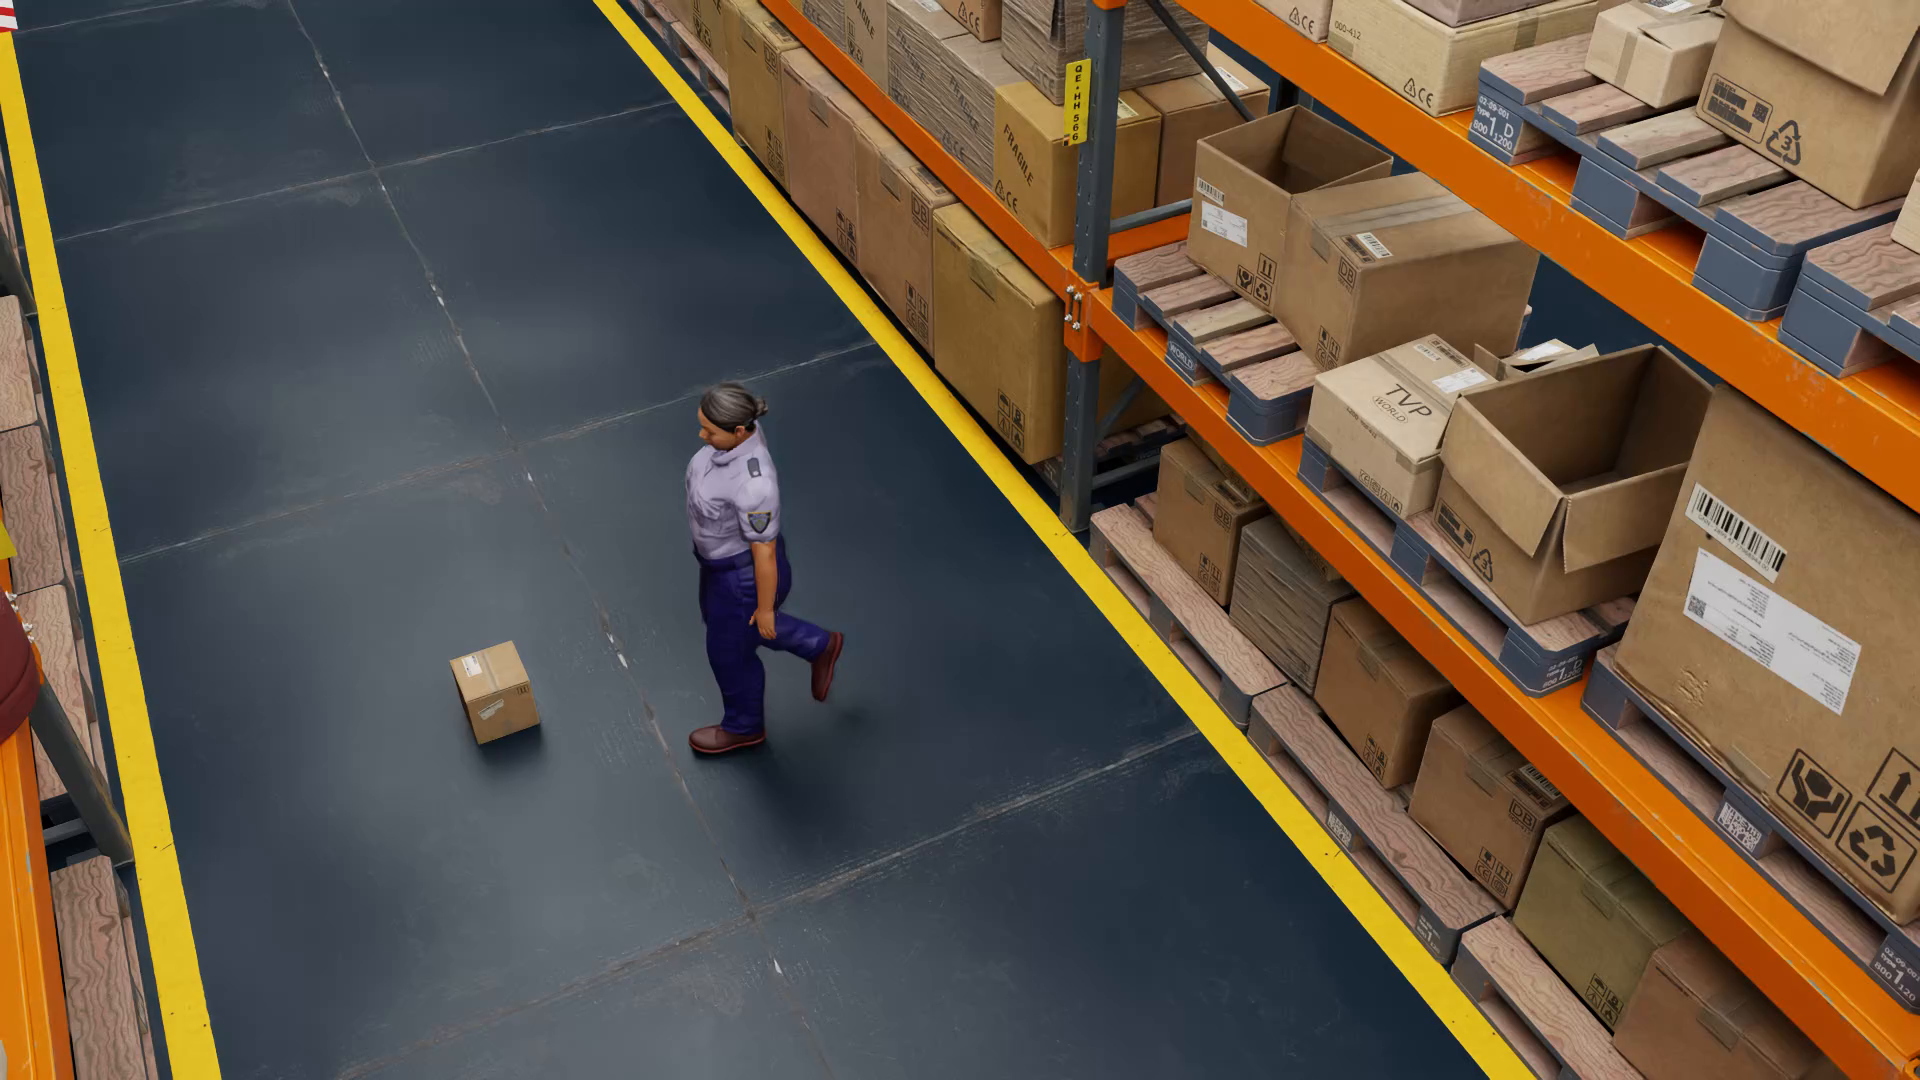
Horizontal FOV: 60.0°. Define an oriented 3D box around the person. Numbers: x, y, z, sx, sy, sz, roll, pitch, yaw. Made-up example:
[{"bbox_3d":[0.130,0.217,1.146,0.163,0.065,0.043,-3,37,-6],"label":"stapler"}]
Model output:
[{"bbox_3d":[-0.756,0.094,6.048,0.642,1.626,0.509,-7,42,-8],"label":"person"}]
